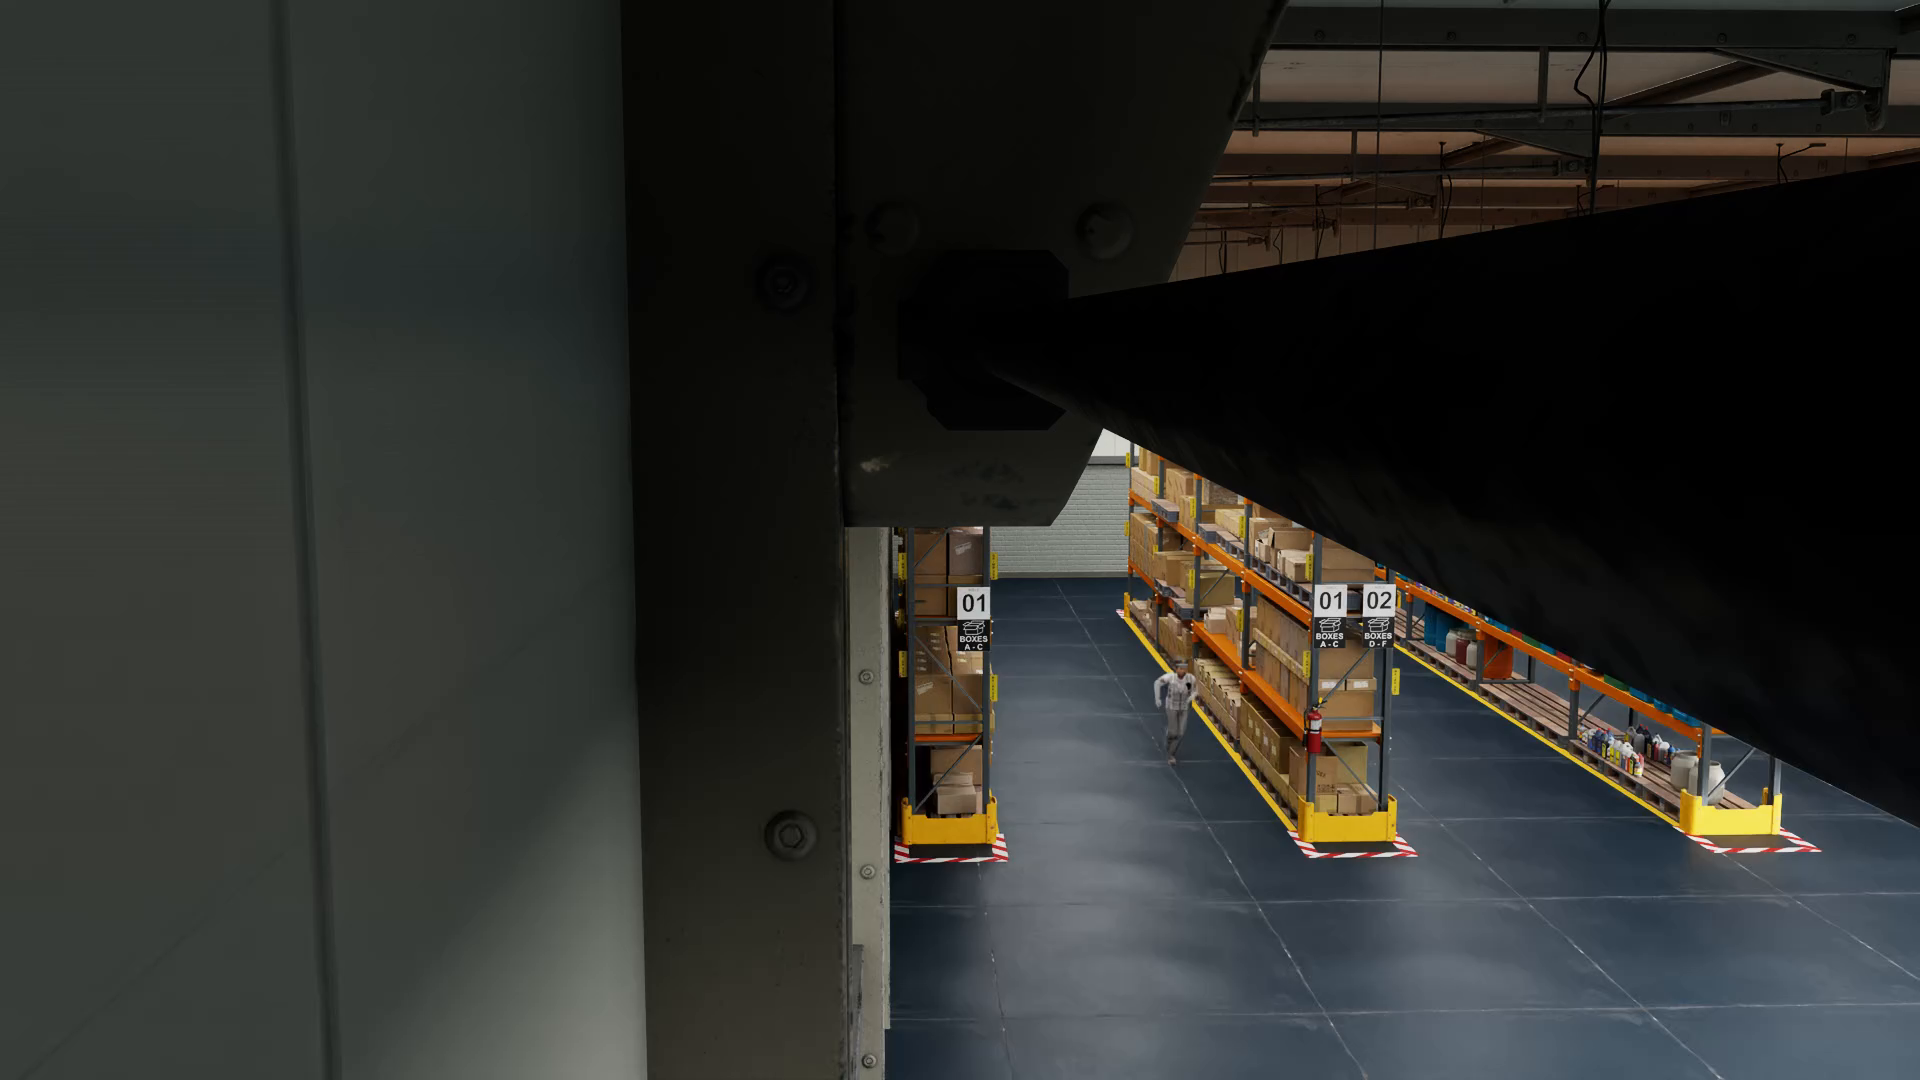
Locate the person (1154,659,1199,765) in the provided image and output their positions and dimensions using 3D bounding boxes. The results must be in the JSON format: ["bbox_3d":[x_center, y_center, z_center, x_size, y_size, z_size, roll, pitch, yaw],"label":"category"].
[{"bbox_3d":[3.144,2.471,24.066,0.605,1.615,0.666,-1,7,-10],"label":"person"}]
